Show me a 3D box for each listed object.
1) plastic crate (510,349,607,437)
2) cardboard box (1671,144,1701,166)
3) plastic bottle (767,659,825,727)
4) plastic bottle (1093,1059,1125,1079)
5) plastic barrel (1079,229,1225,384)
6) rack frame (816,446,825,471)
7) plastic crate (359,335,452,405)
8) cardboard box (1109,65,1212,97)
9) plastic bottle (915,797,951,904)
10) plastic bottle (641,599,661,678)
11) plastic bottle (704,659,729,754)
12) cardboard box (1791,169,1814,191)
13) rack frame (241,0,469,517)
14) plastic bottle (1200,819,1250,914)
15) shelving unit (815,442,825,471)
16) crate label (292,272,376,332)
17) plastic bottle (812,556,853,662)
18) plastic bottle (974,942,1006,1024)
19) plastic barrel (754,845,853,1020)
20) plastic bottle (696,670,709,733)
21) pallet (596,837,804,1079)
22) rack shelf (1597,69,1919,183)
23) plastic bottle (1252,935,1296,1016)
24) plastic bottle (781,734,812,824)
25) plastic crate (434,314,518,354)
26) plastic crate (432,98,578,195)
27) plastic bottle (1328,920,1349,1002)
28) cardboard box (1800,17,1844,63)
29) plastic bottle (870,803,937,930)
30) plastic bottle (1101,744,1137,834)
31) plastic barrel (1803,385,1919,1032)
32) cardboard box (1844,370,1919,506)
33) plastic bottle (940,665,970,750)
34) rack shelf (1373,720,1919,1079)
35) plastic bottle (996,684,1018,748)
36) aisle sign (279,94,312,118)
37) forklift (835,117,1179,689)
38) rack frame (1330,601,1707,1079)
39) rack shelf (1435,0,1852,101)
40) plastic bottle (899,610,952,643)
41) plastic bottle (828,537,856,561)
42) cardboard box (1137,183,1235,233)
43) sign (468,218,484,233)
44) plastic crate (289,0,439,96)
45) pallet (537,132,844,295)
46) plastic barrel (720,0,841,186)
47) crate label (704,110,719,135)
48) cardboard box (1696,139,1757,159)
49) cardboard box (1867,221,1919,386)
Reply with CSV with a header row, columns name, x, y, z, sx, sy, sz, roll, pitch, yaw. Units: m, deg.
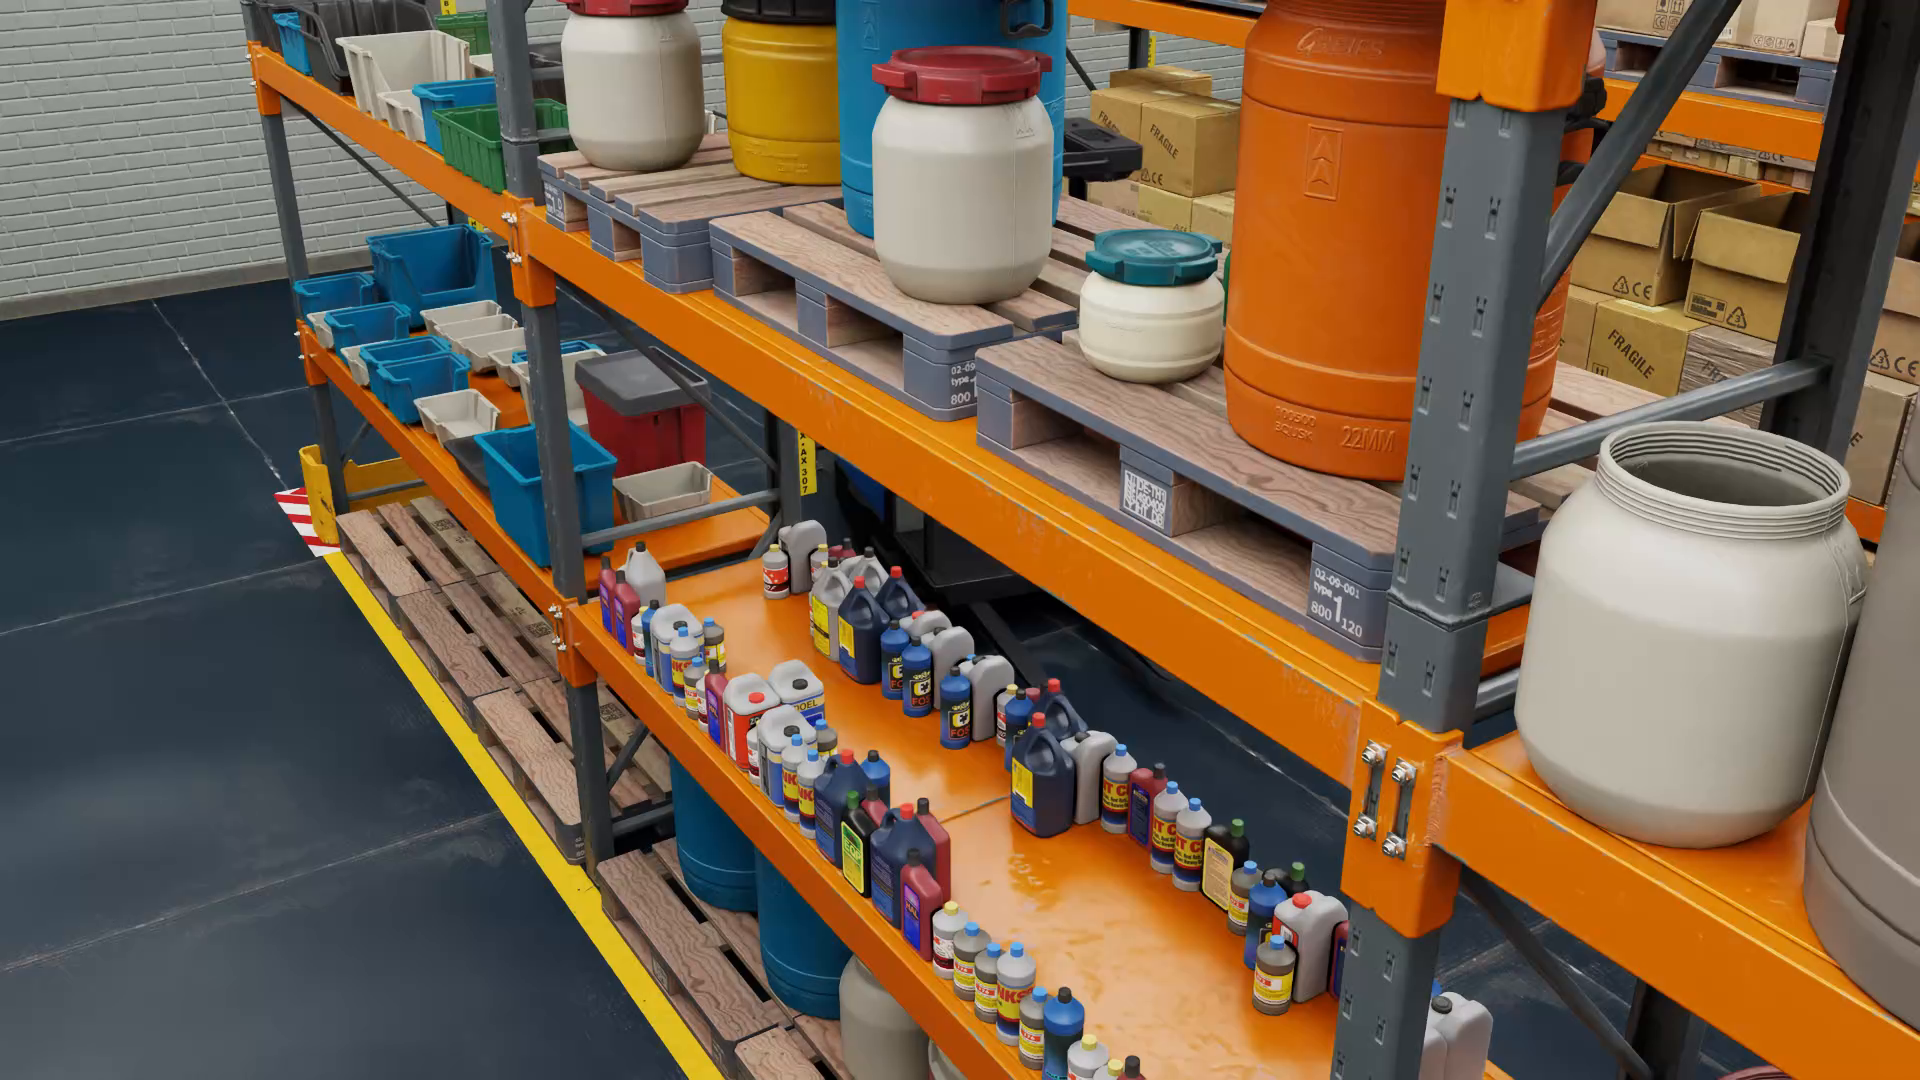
name,x,y,z,sx,sy,sz,roll,pitch,yaw
plastic crate,-1.761,-0.640,7.661,0.437,0.282,0.530,-16,29,-30
cardboard box,5.768,-3.028,12.945,0.380,0.149,0.250,-16,30,-31
plastic bottle,-0.516,0.529,5.262,0.152,0.276,0.135,-16,29,-30
plastic bottle,0.349,1.270,3.780,0.097,0.201,0.097,0,25,0
plastic barrel,0.393,-0.480,3.410,0.301,0.262,0.301,0,25,0
rack frame,-0.792,-1.444,10.341,0.400,2.100,0.015,-21,32,-38
plastic crate,-2.688,-0.824,8.107,0.416,0.233,0.300,-16,29,-30
cardboard box,1.370,-2.955,11.446,0.500,0.500,0.500,-15,29,-29
plastic bottle,-0.081,0.852,4.568,0.061,0.283,0.133,-16,29,-30
plastic bottle,-1.035,0.331,5.687,0.097,0.271,0.097,0,25,0
plastic bottle,-0.755,0.523,5.264,0.061,0.283,0.133,-16,29,-30
cardboard box,6.305,-2.650,12.144,0.380,0.149,0.250,-17,30,-32
rack frame,-3.266,-1.508,9.431,1.000,3.000,0.127,-16,29,-30
plastic bottle,0.722,0.869,4.532,0.061,0.283,0.133,-16,29,-30
shelving unit,-0.626,-1.367,10.179,0.431,2.100,0.503,-21,32,-38
crate label,-3.407,-1.295,9.105,0.416,0.233,0.303,-16,29,-30
plastic bottle,-0.427,0.231,5.805,0.144,0.351,0.185,-16,29,-30
plastic bottle,0.084,1.095,4.148,0.097,0.201,0.097,0,25,0
plastic barrel,-0.413,1.133,5.802,0.600,0.901,0.708,-16,29,-30
plastic bottle,-0.802,0.515,5.378,0.097,0.201,0.097,0,25,0
pallet,-0.696,1.469,6.391,1.003,0.211,1.213,-16,29,-30
rack shelf,4.159,-1.548,6.844,1.077,0.370,4.000,-16,29,-30
plastic bottle,0.789,1.083,4.175,0.097,0.201,0.097,0,25,0
plastic bottle,-0.476,0.697,4.911,0.097,0.271,0.097,0,25,0
plastic crate,-2.523,-1.060,8.720,0.396,0.136,0.243,-16,29,-30
plastic crate,-1.567,-1.419,5.977,0.450,0.188,0.662,-16,29,-30
plastic bottle,0.995,1.048,4.154,0.061,0.283,0.133,-16,29,-30
cardboard box,3.755,-2.097,6.967,0.380,0.149,0.250,-17,30,-32
plastic bottle,-0.153,0.855,4.484,0.144,0.351,0.185,-16,29,-30
plastic bottle,0.465,0.720,4.861,0.097,0.271,0.097,0,25,0
plastic barrel,1.368,0.114,1.893,0.600,0.901,0.600,0,25,0
cardboard box,3.944,-0.512,7.204,0.500,0.500,0.500,-15,29,-29
plastic bottle,-0.016,0.524,5.277,0.097,0.271,0.097,0,25,0
rack shelf,2.193,1.037,1.368,1.077,0.370,4.000,-16,29,-30
plastic bottle,0.165,0.555,5.293,0.097,0.201,0.097,0,25,0
aisle sign,-3.554,-2.640,8.784,0.394,0.787,0.004,-16,29,-30
forklift,0.215,-1.031,8.501,1.130,2.935,3.031,-9,27,-18
rack frame,1.101,1.353,3.370,1.000,3.000,0.127,-16,29,-30
rack shelf,0.010,-1.569,3.844,1.077,0.370,4.000,-16,29,-30
plastic bottle,-0.122,0.355,5.629,0.152,0.276,0.135,-16,29,-30
plastic bottle,-0.432,0.113,6.134,0.061,0.283,0.133,-16,29,-30
cardboard box,1.480,-2.130,10.575,0.500,0.250,0.500,-17,30,-31
sign,-2.814,-1.716,9.680,0.100,0.325,0.005,-16,29,-30
plastic crate,-2.662,-2.226,7.511,0.504,0.338,0.767,-16,29,-30
pallet,-0.572,-1.091,5.255,1.213,0.211,1.003,-16,29,-30
plastic barrel,-0.414,-1.430,5.039,0.600,0.588,0.600,0,25,0
crate label,-1.107,-1.557,6.330,0.293,0.136,0.466,-16,29,-30
cardboard box,5.962,-3.193,12.534,0.500,0.500,0.500,-16,30,-31
cardboard box,4.141,-1.037,7.142,0.797,0.503,0.637,-14,29,-28
